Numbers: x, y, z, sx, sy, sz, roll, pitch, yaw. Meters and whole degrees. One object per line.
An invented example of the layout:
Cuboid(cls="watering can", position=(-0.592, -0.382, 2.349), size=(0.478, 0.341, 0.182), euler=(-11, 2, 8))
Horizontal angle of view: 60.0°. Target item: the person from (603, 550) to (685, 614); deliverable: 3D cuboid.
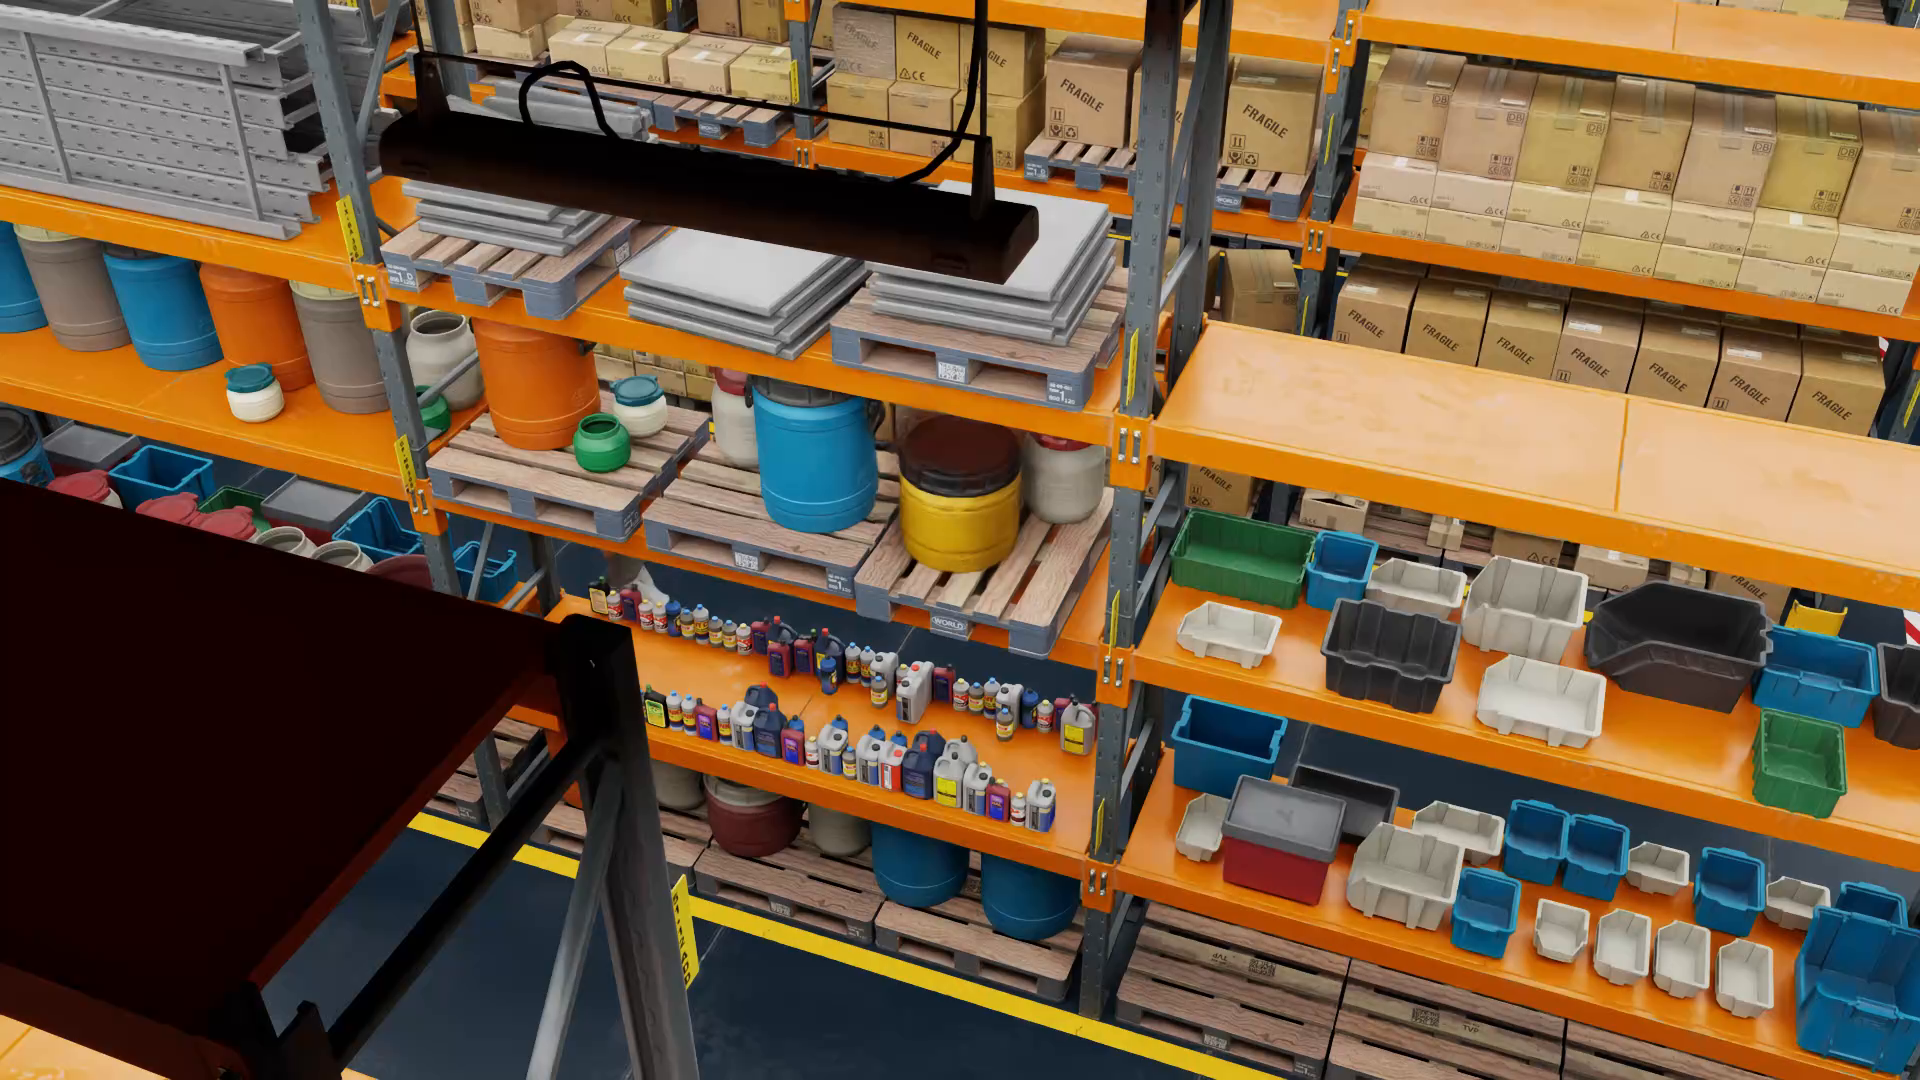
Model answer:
Cuboid(cls="person", position=(-2.311, -0.075, 11.856), size=(0.710, 1.680, 0.612), euler=(11, 38, 14))
